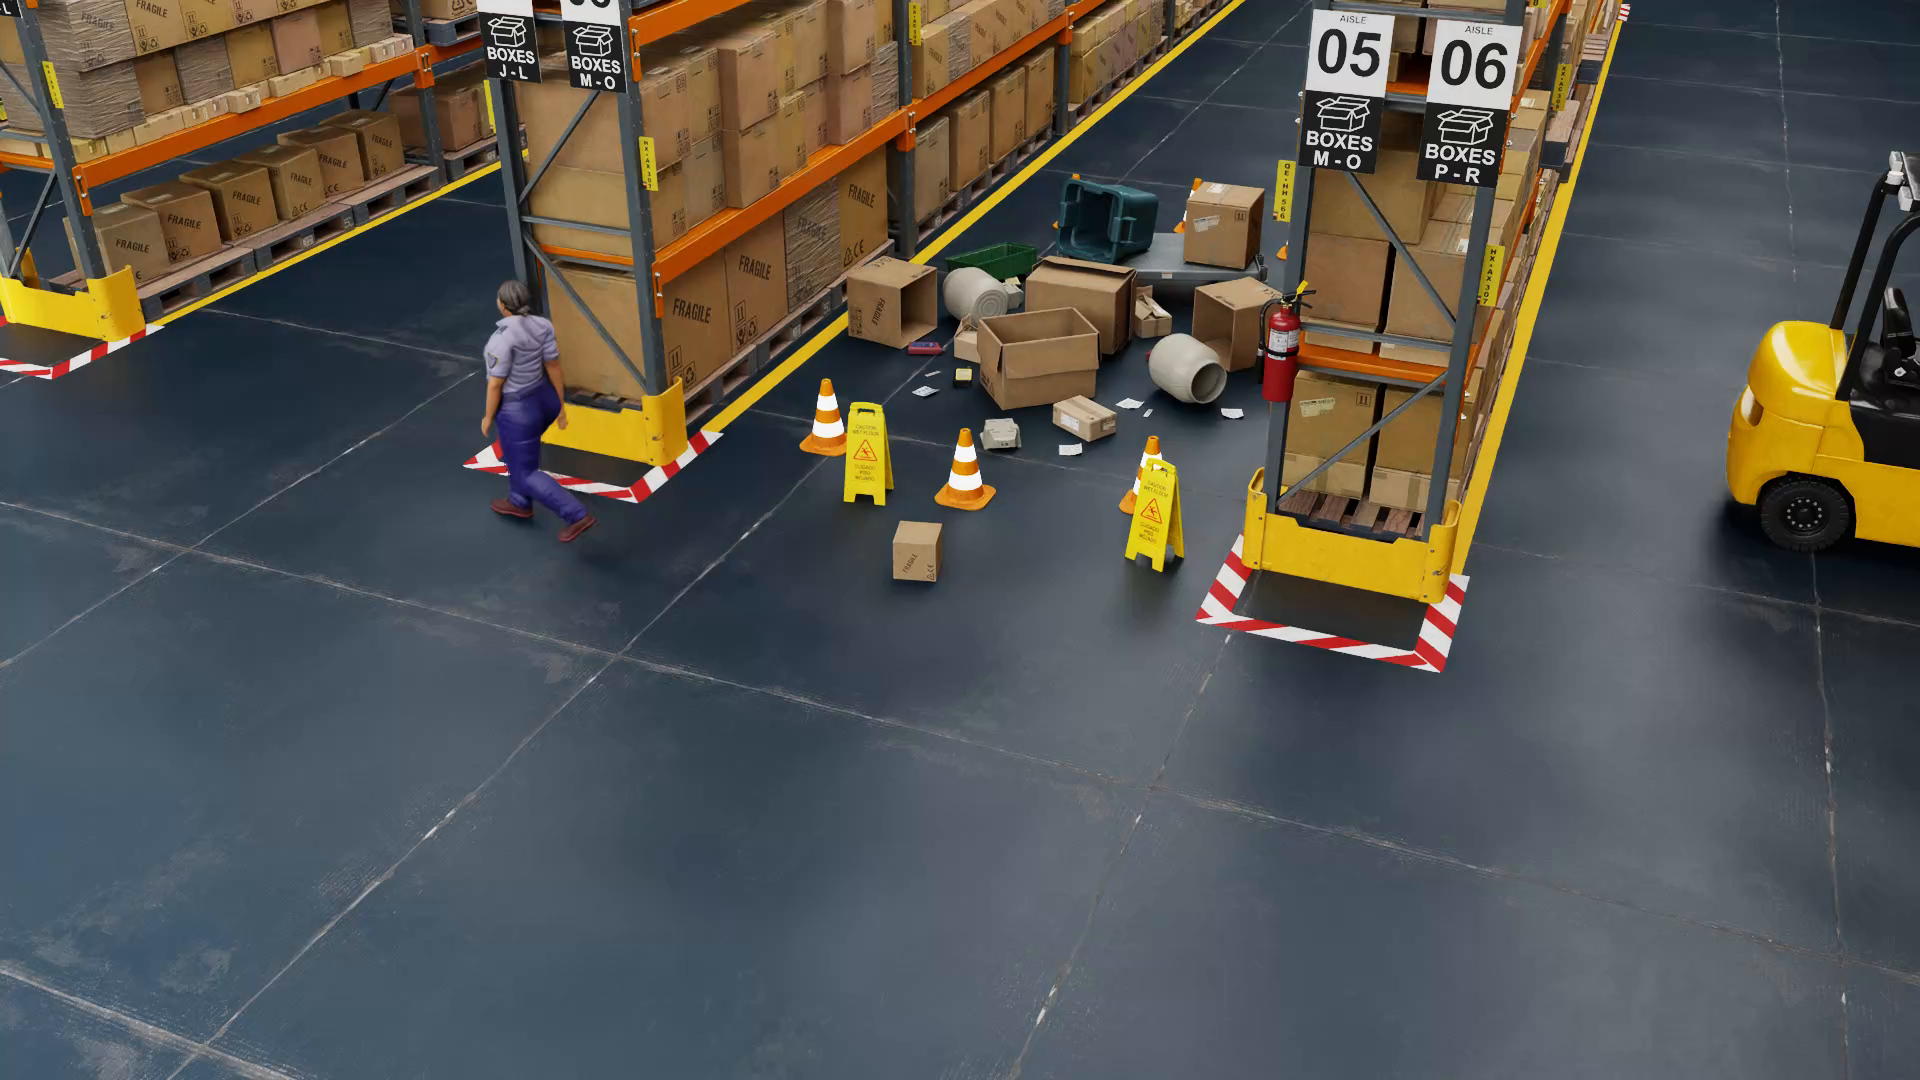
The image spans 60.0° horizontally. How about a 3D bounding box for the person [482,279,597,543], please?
[{"bbox_3d":[-2.524,-0.762,9.719,0.927,1.598,0.471,13,32,22],"label":"person"}]
